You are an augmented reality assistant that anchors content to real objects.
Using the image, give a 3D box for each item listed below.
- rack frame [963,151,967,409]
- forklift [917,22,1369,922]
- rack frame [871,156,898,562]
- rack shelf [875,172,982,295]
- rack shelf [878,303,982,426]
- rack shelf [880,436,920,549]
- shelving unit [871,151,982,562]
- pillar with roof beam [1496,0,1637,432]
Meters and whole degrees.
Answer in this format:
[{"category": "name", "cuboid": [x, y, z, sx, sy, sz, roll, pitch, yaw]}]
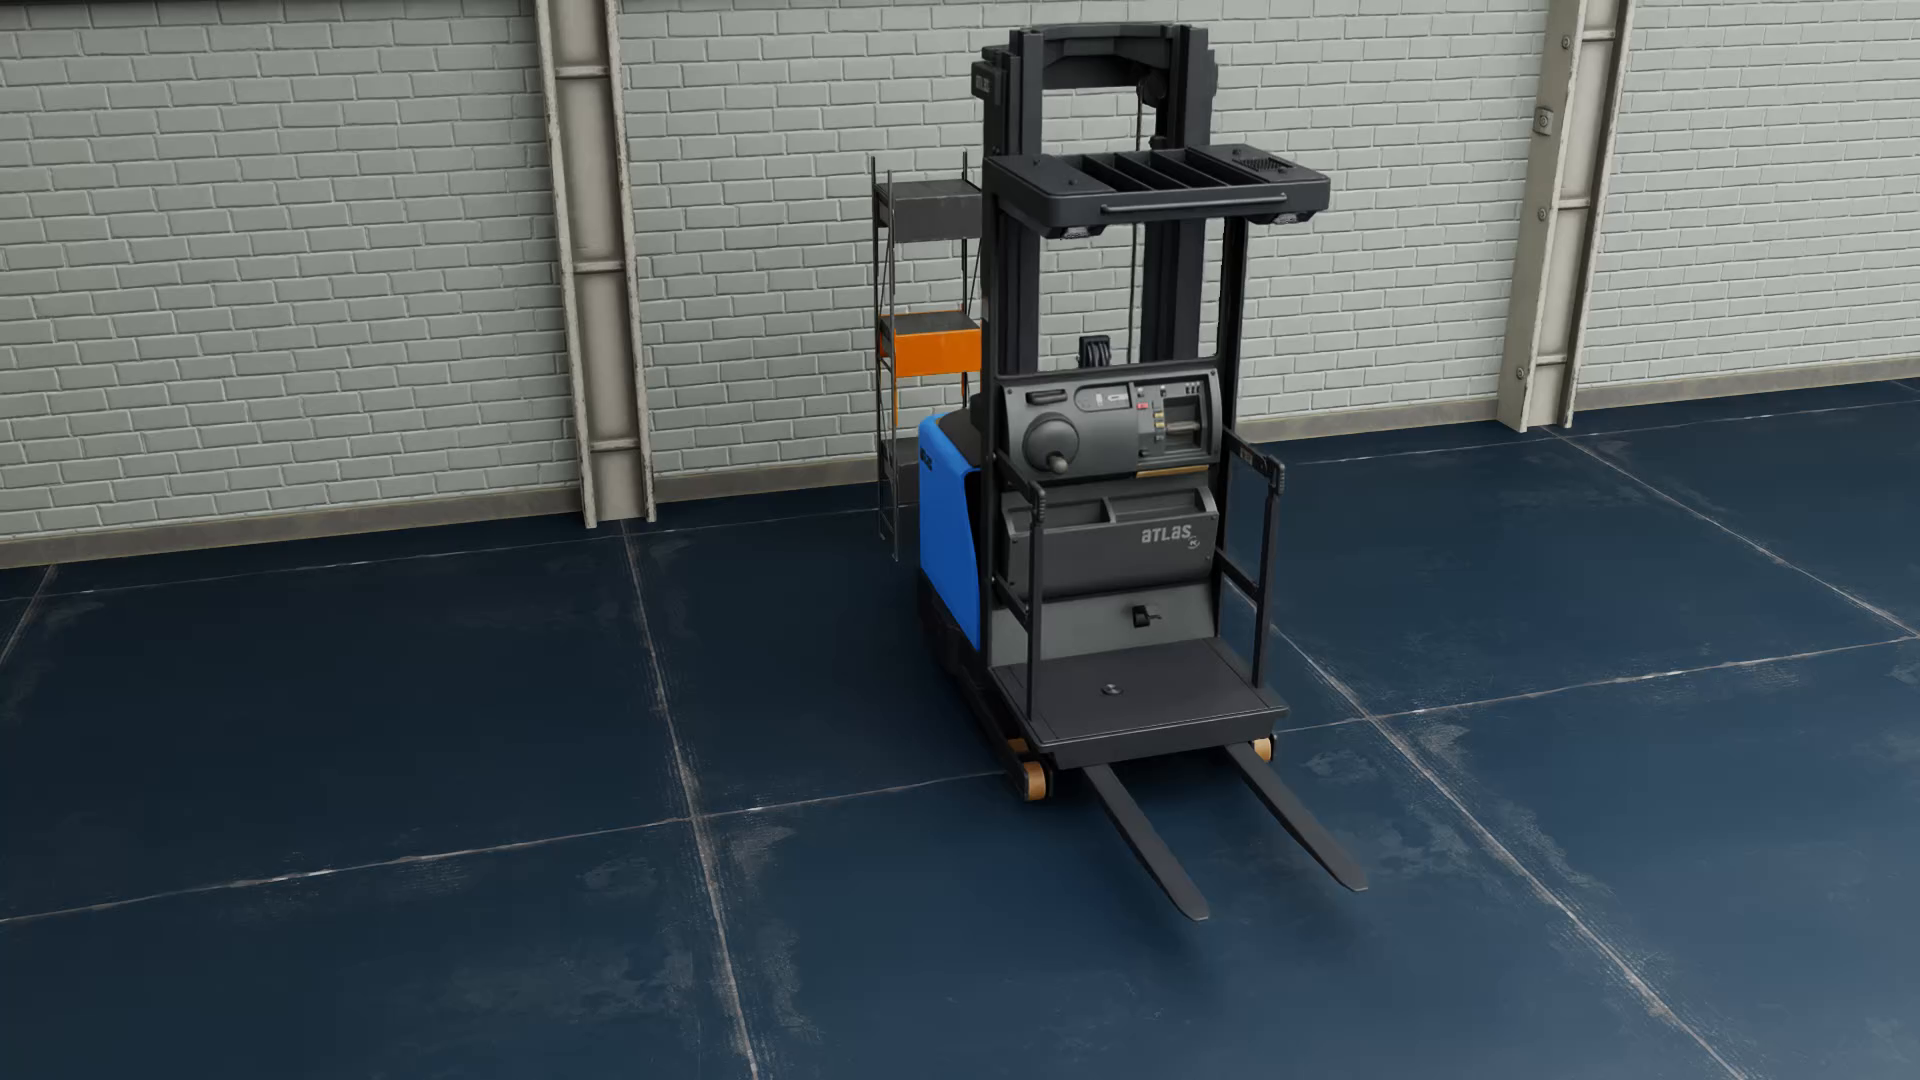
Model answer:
[{"category": "rack frame", "cuboid": [0.076, -0.973, 8.855, 0.015, 2.100, 0.400, -6, 24, -14]}, {"category": "forklift", "cuboid": [0.691, -0.455, 6.594, 1.130, 2.935, 3.031, -7, 24, -15]}, {"category": "rack frame", "cuboid": [-0.394, -0.921, 8.734, 0.015, 2.100, 0.400, -6, 24, -14]}, {"category": "rack shelf", "cuboid": [-0.159, -1.578, 8.524, 0.480, 0.518, 0.431, -6, 24, -14]}, {"category": "rack shelf", "cuboid": [-0.159, -0.935, 8.800, 0.480, 0.518, 0.431, -6, 24, -14]}, {"category": "rack shelf", "cuboid": [-0.159, -0.291, 9.076, 0.480, 0.518, 0.431, -6, 24, -14]}, {"category": "shelving unit", "cuboid": [-0.159, -0.947, 8.795, 0.503, 2.100, 0.431, -6, 24, -14]}, {"category": "pillar with roof beam", "cuboid": [4.976, -3.285, 5.494, 0.400, 9.000, 9.100, -6, 24, -14]}]
